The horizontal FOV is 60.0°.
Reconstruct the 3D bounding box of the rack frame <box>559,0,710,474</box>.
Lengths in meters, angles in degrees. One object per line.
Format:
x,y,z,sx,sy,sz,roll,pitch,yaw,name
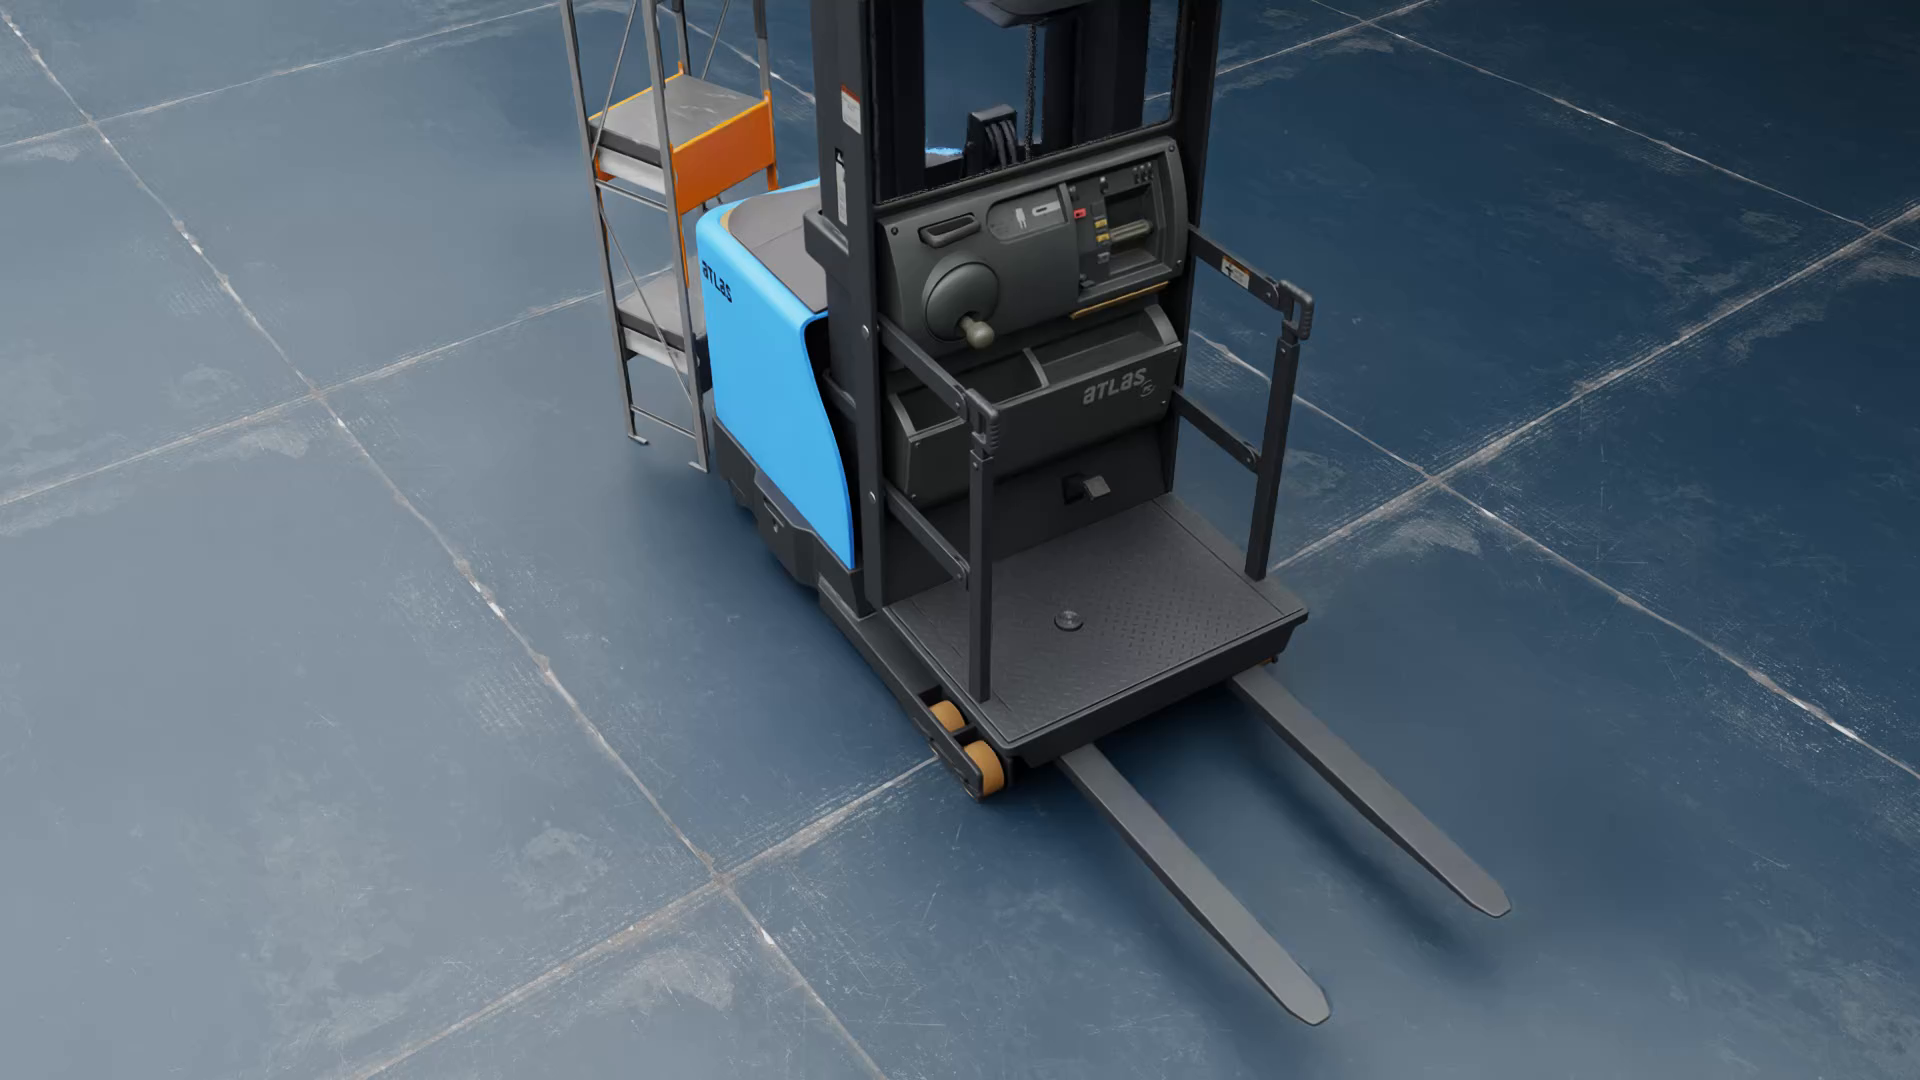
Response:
-1.078,-1.128,5.470,0.400,2.100,0.015,24,45,27,rack frame

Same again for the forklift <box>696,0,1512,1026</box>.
0.334,-0.725,4.323,1.130,2.935,3.031,-21,44,-24,forklift

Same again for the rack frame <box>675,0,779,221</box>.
-0.793,-1.380,5.776,0.400,2.100,0.015,24,45,27,rack frame

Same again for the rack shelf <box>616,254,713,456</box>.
-0.935,-0.703,6.076,0.431,0.518,0.480,24,45,27,rack shelf

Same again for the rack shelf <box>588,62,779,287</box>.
-0.936,-1.244,5.631,0.431,0.518,0.480,24,45,27,rack shelf

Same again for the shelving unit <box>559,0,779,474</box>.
-0.936,-1.254,5.623,0.431,2.100,0.503,24,45,27,shelving unit

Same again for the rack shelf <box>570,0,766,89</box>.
-0.936,-1.784,5.187,0.431,0.518,0.480,24,45,27,rack shelf
